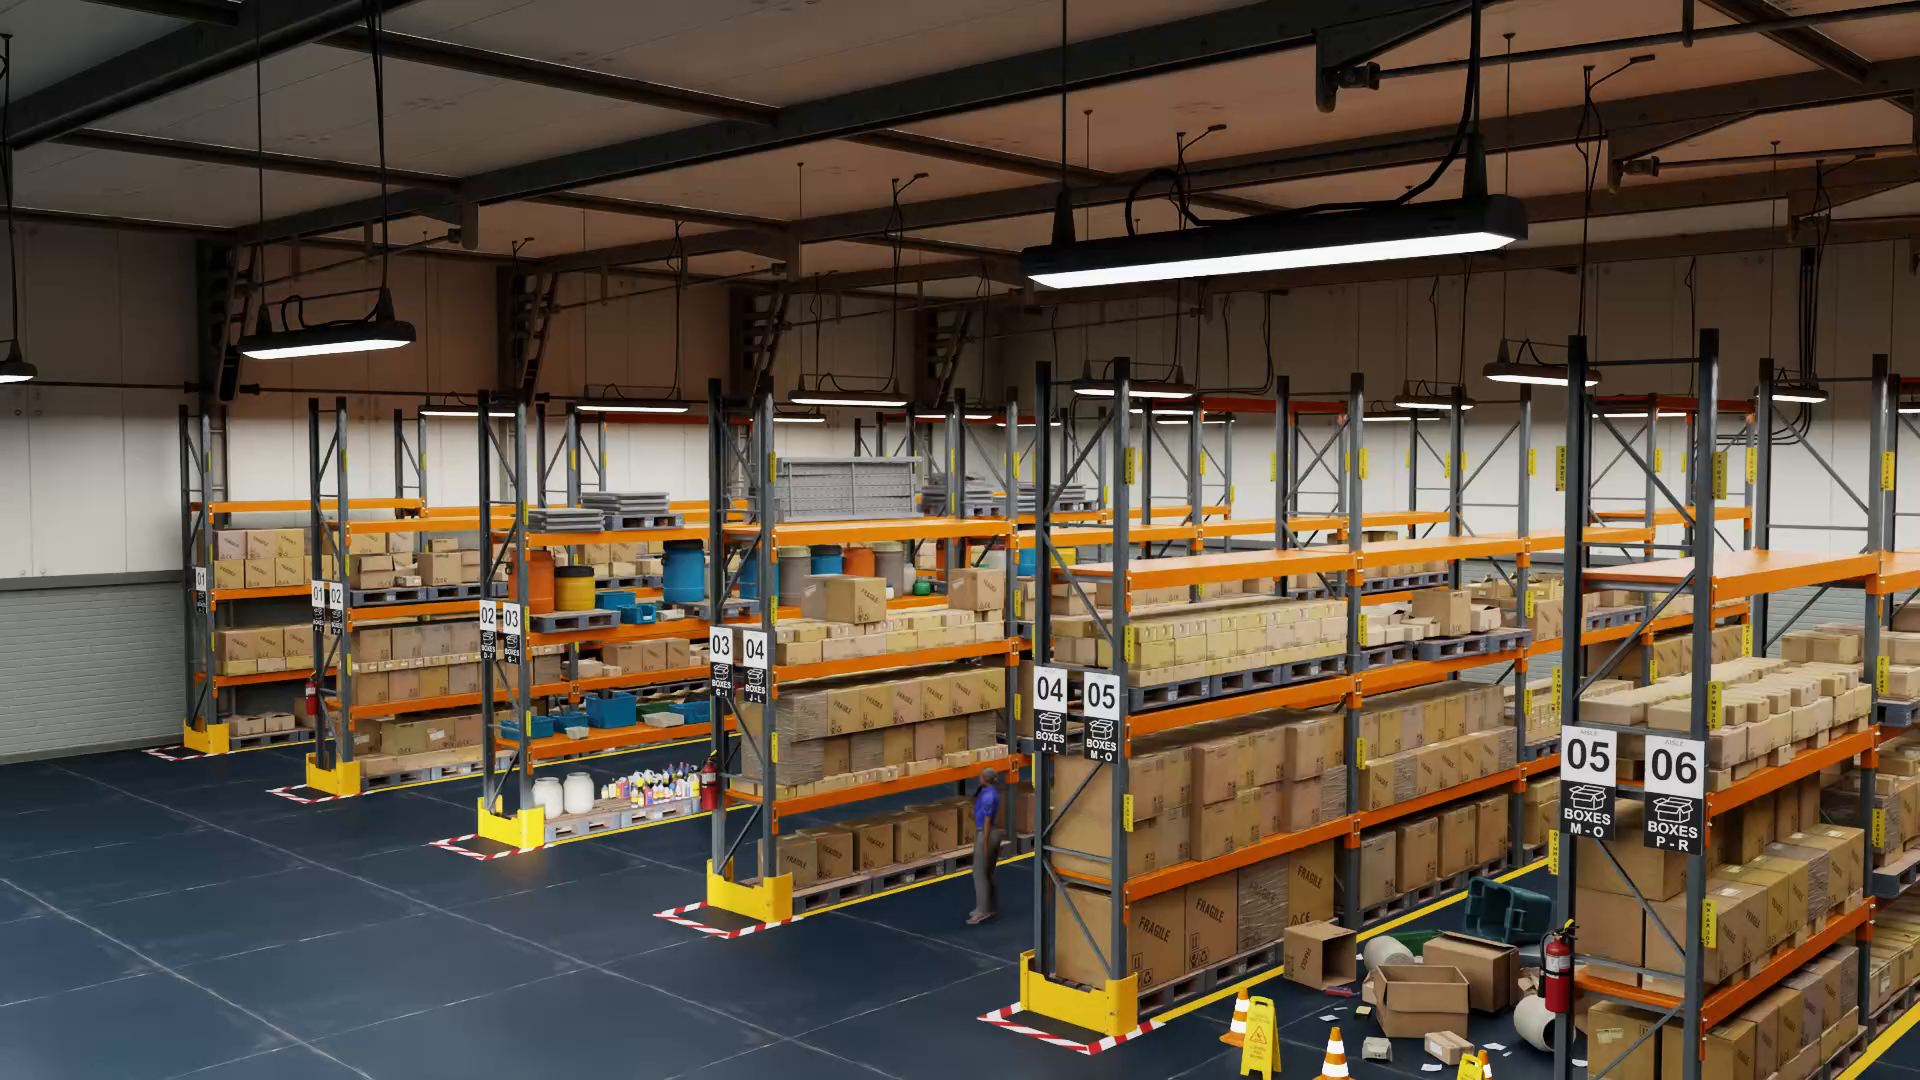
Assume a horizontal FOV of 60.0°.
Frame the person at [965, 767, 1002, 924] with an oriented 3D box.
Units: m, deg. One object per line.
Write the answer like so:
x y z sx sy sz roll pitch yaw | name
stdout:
0.271 3.374 18.450 0.338 1.701 0.571 1 3 14 | person
